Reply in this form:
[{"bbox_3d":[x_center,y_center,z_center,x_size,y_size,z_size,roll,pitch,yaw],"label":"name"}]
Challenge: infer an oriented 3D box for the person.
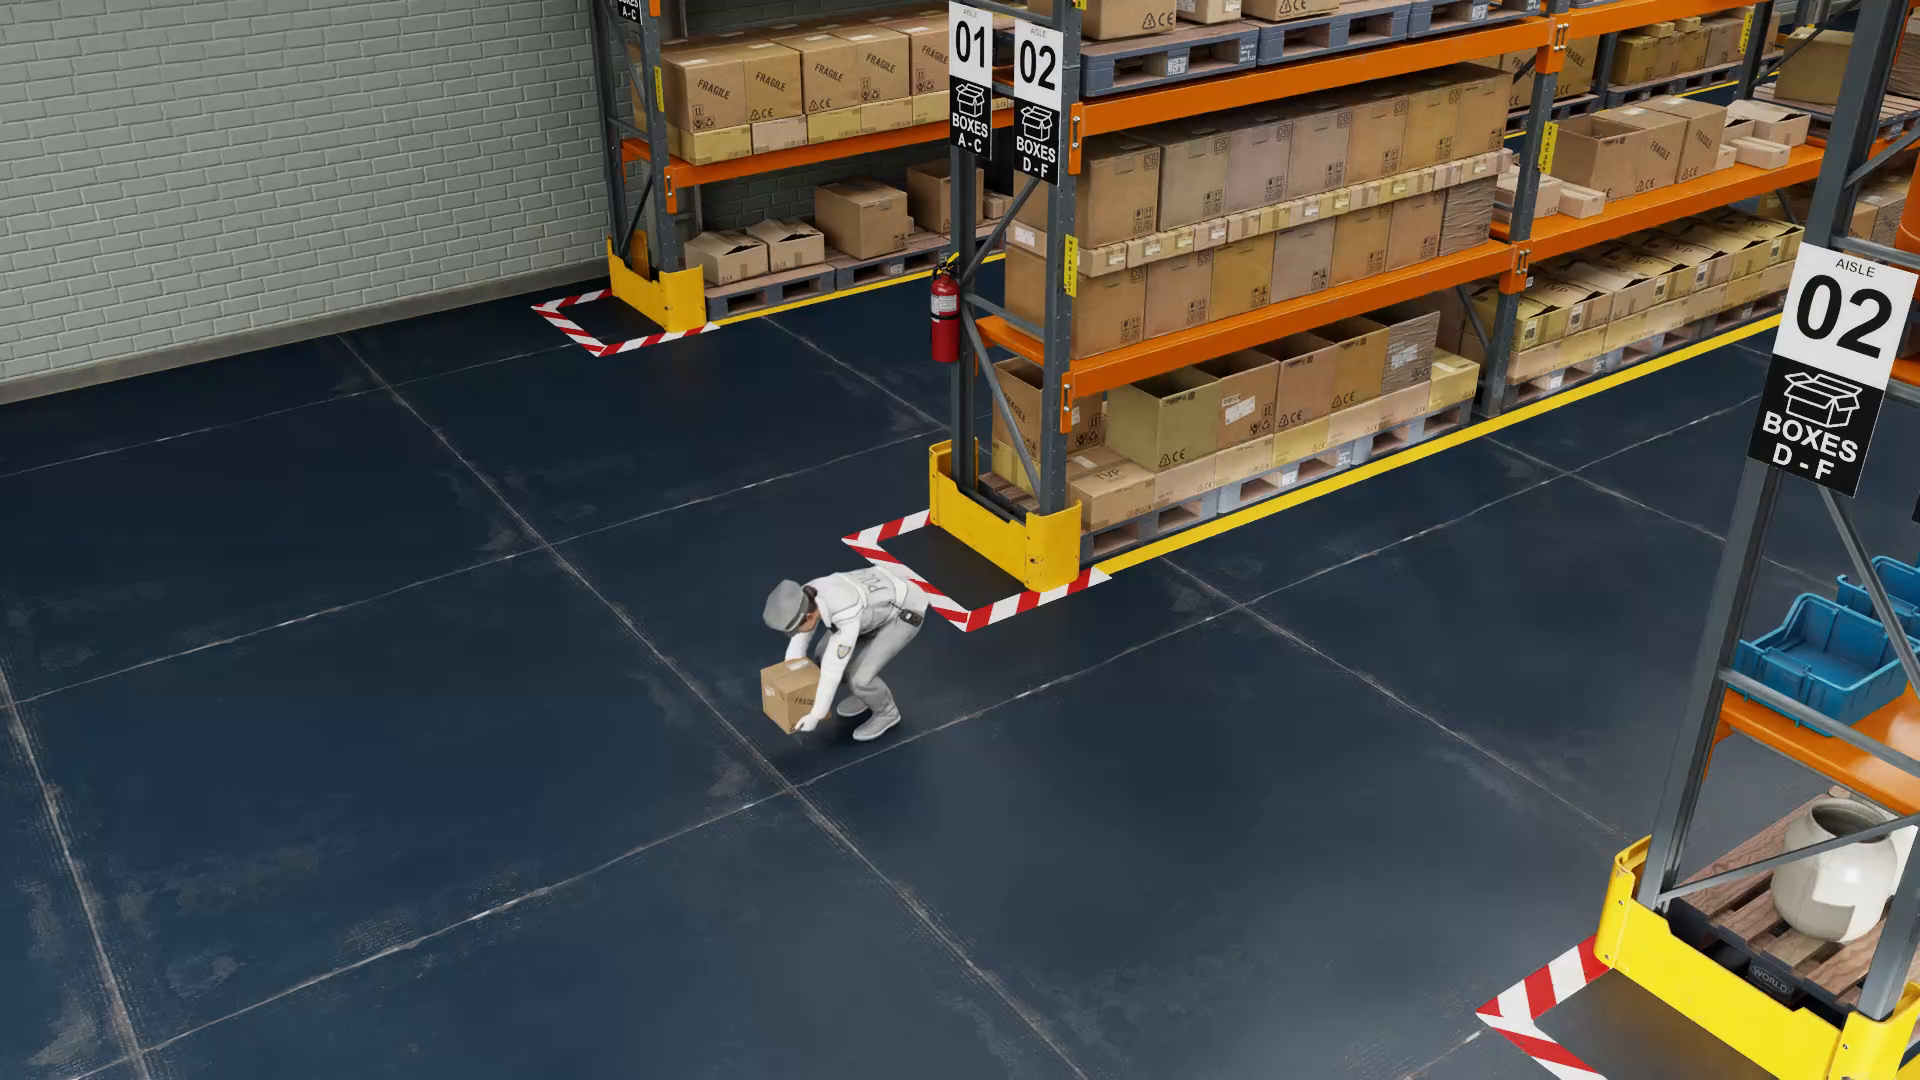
[{"bbox_3d":[-0.575,0.542,8.349,0.906,0.983,0.455,-20,35,-32],"label":"person"}]
